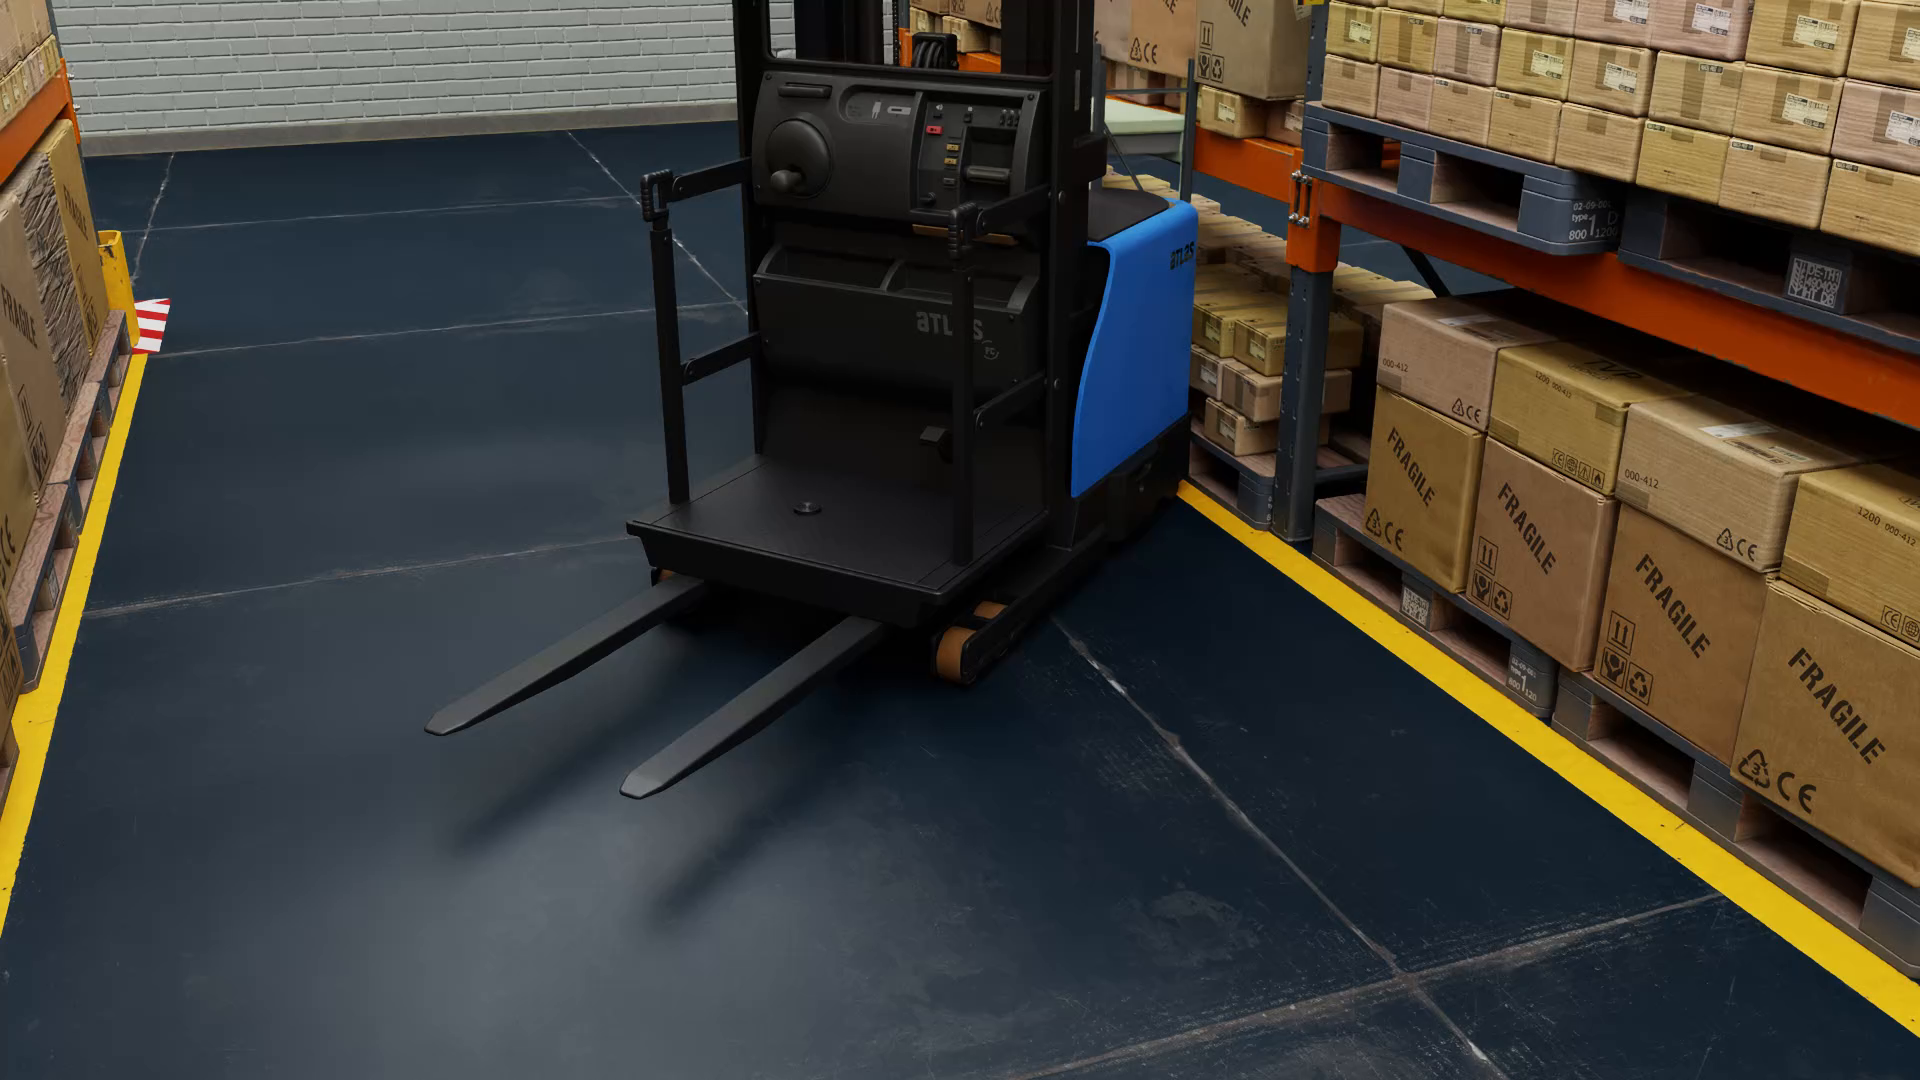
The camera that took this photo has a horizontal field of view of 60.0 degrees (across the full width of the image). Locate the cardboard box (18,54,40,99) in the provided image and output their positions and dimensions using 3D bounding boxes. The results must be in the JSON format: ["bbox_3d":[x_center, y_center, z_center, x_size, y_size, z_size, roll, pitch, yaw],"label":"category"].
[{"bbox_3d":[-3.815,-1.788,6.454,0.380,0.149,0.250,-8,24,-18],"label":"cardboard box"}]

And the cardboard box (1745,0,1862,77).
[{"bbox_3d":[1.837,-1.034,3.358,0.380,0.149,0.250,-8,24,-17],"label":"cardboard box"}]

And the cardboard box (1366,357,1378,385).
[{"bbox_3d":[1.743,-0.648,6.172,0.380,0.149,0.250,-7,24,-17],"label":"cardboard box"}]

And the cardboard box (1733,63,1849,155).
[{"bbox_3d":[1.835,-0.896,3.413,0.380,0.149,0.250,-9,24,-20],"label":"cardboard box"}]

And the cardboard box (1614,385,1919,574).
[{"bbox_3d":[1.952,-0.159,3.977,0.500,0.250,0.500,-7,24,-17],"label":"cardboard box"}]

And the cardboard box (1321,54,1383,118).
[{"bbox_3d":[1.280,-1.327,4.819,0.380,0.149,0.250,-10,25,-22],"label":"cardboard box"}]

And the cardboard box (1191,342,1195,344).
[{"bbox_3d":[0.945,-0.735,6.378,0.380,0.149,0.250,-9,25,-21],"label":"cardboard box"}]

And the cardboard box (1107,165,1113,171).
[{"bbox_3d":[0.583,-1.905,8.772,0.380,0.149,0.250,-8,24,-18],"label":"cardboard box"}]

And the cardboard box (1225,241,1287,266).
[{"bbox_3d":[1.340,-1.152,6.984,0.380,0.149,0.250,-8,24,-18],"label":"cardboard box"}]

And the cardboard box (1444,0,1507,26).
[{"bbox_3d":[1.473,-1.407,4.243,0.380,0.149,0.250,-8,24,-19],"label":"cardboard box"}]

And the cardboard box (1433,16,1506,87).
[{"bbox_3d":[1.465,-1.276,4.316,0.380,0.149,0.250,-8,24,-18],"label":"cardboard box"}]

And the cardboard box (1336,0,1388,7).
[{"bbox_3d":[1.280,-1.601,4.703,0.380,0.149,0.250,-7,24,-16],"label":"cardboard box"}]

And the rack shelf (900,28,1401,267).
[{"bbox_3d":[0.865,-1.851,7.205,1.077,0.370,4.000,-8,24,-19],"label":"rack shelf"}]

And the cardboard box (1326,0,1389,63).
[{"bbox_3d":[1.280,-1.464,4.761,0.380,0.149,0.250,-8,24,-18],"label":"cardboard box"}]

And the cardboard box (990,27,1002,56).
[{"bbox_3d":[0.360,-2.363,7.818,0.380,0.149,0.250,-7,24,-17],"label":"cardboard box"}]

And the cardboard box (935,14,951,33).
[{"bbox_3d":[0.095,-2.544,8.246,0.380,0.149,0.250,-7,24,-17],"label":"cardboard box"}]

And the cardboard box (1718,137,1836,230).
[{"bbox_3d":[1.833,-0.761,3.477,0.380,0.149,0.250,-10,25,-21],"label":"cardboard box"}]

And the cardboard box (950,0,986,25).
[{"bbox_3d":[0.272,-2.700,7.782,0.500,0.500,0.500,-8,24,-19],"label":"cardboard box"}]

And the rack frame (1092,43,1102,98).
[{"bbox_3d":[0.349,-1.194,6.625,0.400,1.500,0.023,-8,22,-22],"label":"rack frame"}]

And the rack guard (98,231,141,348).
[{"bbox_3d":[-4.526,-1.122,7.768,1.175,0.500,0.348,-8,24,-19],"label":"rack guard"}]

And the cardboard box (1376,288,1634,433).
[{"bbox_3d":[1.586,-0.538,4.876,0.500,0.250,0.500,-9,25,-21],"label":"cardboard box"}]

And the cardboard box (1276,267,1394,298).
[{"bbox_3d":[1.466,-0.956,6.521,0.380,0.149,0.250,-9,24,-20],"label":"cardboard box"}]

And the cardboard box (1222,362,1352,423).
[{"bbox_3d":[1.163,-0.543,5.923,0.380,0.149,0.250,-8,24,-18],"label":"cardboard box"}]

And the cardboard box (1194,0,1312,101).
[{"bbox_3d":[1.136,-1.775,5.589,0.500,0.500,0.500,-8,24,-19],"label":"cardboard box"}]

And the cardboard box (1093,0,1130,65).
[{"bbox_3d":[0.780,-2.145,6.466,0.500,0.500,0.500,-8,24,-19],"label":"cardboard box"}]

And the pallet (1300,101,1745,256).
[{"bbox_3d":[1.706,-1.069,4.672,1.003,0.211,1.213,-8,24,-19],"label":"pallet"}]

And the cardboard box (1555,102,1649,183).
[{"bbox_3d":[1.647,-0.952,3.929,0.380,0.149,0.250,-9,25,-21],"label":"cardboard box"}]

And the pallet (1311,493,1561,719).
[{"bbox_3d":[1.848,0.112,5.212,1.003,0.211,1.213,-8,24,-19],"label":"pallet"}]

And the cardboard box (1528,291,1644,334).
[{"bbox_3d":[2.071,-0.607,5.039,0.500,0.250,0.500,-9,24,-20],"label":"cardboard box"}]

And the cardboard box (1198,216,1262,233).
[{"bbox_3d":[1.116,-1.334,7.417,0.380,0.149,0.250,-8,24,-19],"label":"cardboard box"}]

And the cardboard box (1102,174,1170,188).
[{"bbox_3d":[0.828,-1.729,8.355,0.380,0.149,0.250,-9,24,-20],"label":"cardboard box"}]

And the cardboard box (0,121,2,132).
[{"bbox_3d":[-3.450,-1.415,5.569,0.380,0.149,0.250,-9,25,-21],"label":"cardboard box"}]

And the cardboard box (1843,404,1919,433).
[{"bbox_3d":[2.440,-0.228,4.141,0.500,0.250,0.500,-9,25,-21],"label":"cardboard box"}]

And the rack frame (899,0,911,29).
[{"bbox_3d":[0.159,-2.909,8.789,1.000,3.000,0.127,-8,24,-19],"label":"rack frame"}]

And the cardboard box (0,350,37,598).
[{"bbox_3d":[-3.263,-0.277,4.740,0.875,0.875,0.875,-8,24,-19],"label":"cardboard box"}]

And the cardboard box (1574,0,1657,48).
[{"bbox_3d":[1.650,-1.223,3.807,0.380,0.149,0.250,-9,24,-19],"label":"cardboard box"}]

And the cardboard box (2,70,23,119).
[{"bbox_3d":[-3.629,-1.600,6.007,0.380,0.149,0.250,-8,24,-19],"label":"cardboard box"}]

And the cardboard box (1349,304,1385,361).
[{"bbox_3d":[1.644,-0.763,6.062,0.380,0.149,0.250,-7,24,-17],"label":"cardboard box"}]

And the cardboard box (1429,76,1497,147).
[{"bbox_3d":[1.469,-1.136,4.365,0.380,0.149,0.250,-8,24,-19],"label":"cardboard box"}]

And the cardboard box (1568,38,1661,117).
[{"bbox_3d":[1.655,-1.084,3.860,0.380,0.149,0.250,-7,24,-17],"label":"cardboard box"}]

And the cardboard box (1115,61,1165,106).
[{"bbox_3d":[0.828,-1.787,6.451,0.380,0.149,0.250,-9,25,-21],"label":"cardboard box"}]

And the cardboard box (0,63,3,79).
[{"bbox_3d":[-3.551,-1.635,5.578,0.500,0.250,0.500,-8,24,-19],"label":"cardboard box"}]

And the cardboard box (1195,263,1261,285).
[{"bbox_3d":[0.962,-0.985,6.588,0.380,0.149,0.250,-8,24,-17],"label":"cardboard box"}]

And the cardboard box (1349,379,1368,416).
[{"bbox_3d":[1.650,-0.608,6.461,0.380,0.149,0.250,-8,24,-17],"label":"cardboard box"}]

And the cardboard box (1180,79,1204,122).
[{"bbox_3d":[1.020,-1.595,5.996,0.380,0.149,0.250,-7,24,-17],"label":"cardboard box"}]

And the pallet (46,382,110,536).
[{"bbox_3d":[-3.734,-0.258,6.089,1.003,0.211,1.213,-8,24,-19],"label":"pallet"}]

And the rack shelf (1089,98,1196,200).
[{"bbox_3d":[0.499,-1.439,6.173,0.431,0.370,0.720,-8,22,-22],"label":"rack shelf"}]

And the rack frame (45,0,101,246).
[{"bbox_3d":[-4.517,-2.265,7.262,1.000,3.000,0.127,-8,24,-19],"label":"rack frame"}]

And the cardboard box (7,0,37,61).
[{"bbox_3d":[-3.919,-2.009,6.464,0.500,0.250,0.500,-9,24,-20],"label":"cardboard box"}]

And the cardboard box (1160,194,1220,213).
[{"bbox_3d":[1.007,-1.537,7.897,0.380,0.149,0.250,-7,24,-17],"label":"cardboard box"}]

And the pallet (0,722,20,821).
[{"bbox_3d":[-2.761,0.743,3.714,1.003,0.211,1.213,-8,24,-19],"label":"pallet"}]

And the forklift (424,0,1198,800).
[{"bbox_3d":[-0.301,-1.136,4.672,1.130,2.935,3.031,12,26,26],"label":"forklift"}]

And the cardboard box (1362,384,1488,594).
[{"bbox_3d":[1.585,-0.192,5.021,0.500,0.500,0.500,-7,24,-17],"label":"cardboard box"}]

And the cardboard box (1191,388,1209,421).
[{"bbox_3d":[1.101,-0.537,6.291,0.380,0.149,0.250,-8,24,-18],"label":"cardboard box"}]

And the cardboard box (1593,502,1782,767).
[{"bbox_3d":[1.971,0.188,4.119,0.500,0.500,0.500,-8,24,-18],"label":"cardboard box"}]

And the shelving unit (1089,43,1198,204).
[{"bbox_3d":[0.493,-1.074,6.311,0.431,1.500,0.755,-8,22,-22],"label":"shelving unit"}]

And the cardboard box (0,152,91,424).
[{"bbox_3d":[-3.895,-0.927,6.283,0.875,0.875,0.875,-8,24,-19],"label":"cardboard box"}]

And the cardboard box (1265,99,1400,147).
[{"bbox_3d":[1.252,-1.411,5.560,0.380,0.149,0.250,-9,24,-20],"label":"cardboard box"}]

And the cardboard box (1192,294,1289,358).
[{"bbox_3d":[1.075,-0.790,6.127,0.380,0.149,0.250,-8,24,-18],"label":"cardboard box"}]

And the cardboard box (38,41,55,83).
[{"bbox_3d":[-3.990,-1.971,6.887,0.380,0.149,0.250,-8,24,-18],"label":"cardboard box"}]
